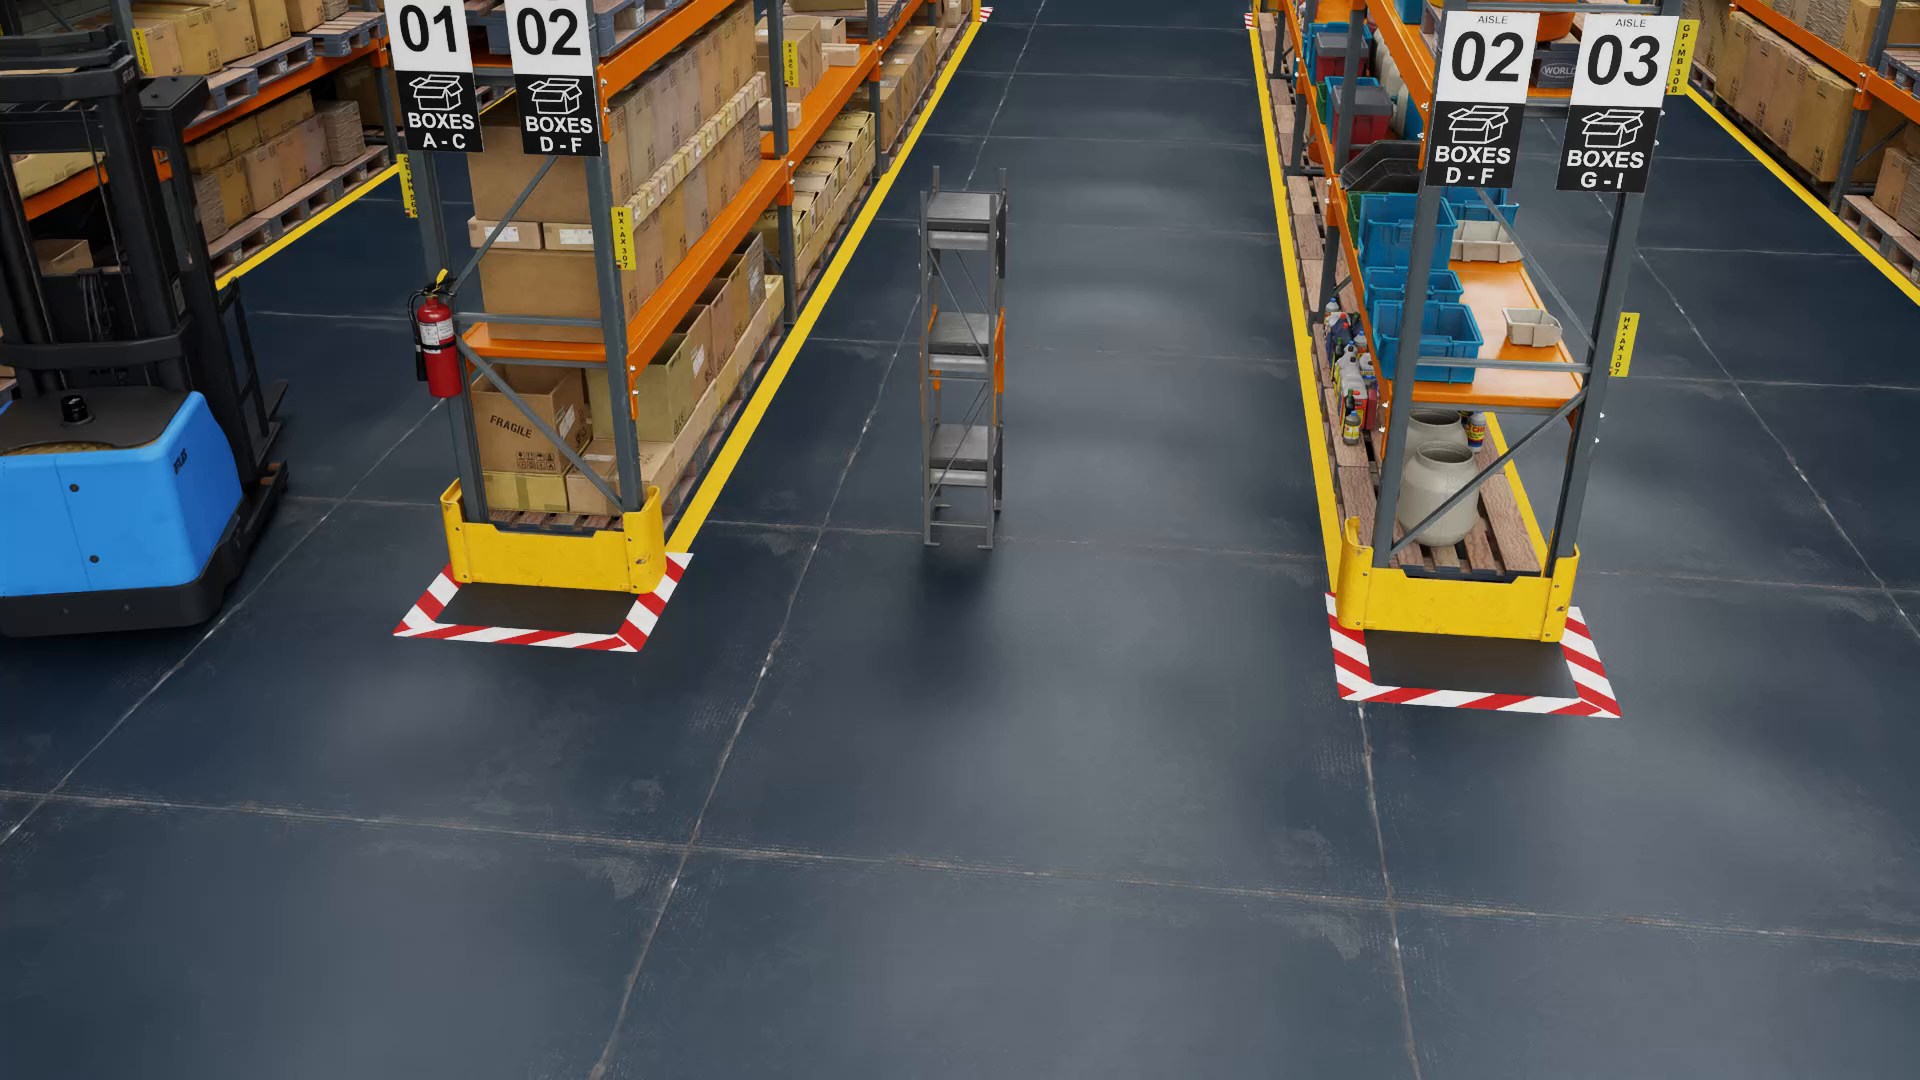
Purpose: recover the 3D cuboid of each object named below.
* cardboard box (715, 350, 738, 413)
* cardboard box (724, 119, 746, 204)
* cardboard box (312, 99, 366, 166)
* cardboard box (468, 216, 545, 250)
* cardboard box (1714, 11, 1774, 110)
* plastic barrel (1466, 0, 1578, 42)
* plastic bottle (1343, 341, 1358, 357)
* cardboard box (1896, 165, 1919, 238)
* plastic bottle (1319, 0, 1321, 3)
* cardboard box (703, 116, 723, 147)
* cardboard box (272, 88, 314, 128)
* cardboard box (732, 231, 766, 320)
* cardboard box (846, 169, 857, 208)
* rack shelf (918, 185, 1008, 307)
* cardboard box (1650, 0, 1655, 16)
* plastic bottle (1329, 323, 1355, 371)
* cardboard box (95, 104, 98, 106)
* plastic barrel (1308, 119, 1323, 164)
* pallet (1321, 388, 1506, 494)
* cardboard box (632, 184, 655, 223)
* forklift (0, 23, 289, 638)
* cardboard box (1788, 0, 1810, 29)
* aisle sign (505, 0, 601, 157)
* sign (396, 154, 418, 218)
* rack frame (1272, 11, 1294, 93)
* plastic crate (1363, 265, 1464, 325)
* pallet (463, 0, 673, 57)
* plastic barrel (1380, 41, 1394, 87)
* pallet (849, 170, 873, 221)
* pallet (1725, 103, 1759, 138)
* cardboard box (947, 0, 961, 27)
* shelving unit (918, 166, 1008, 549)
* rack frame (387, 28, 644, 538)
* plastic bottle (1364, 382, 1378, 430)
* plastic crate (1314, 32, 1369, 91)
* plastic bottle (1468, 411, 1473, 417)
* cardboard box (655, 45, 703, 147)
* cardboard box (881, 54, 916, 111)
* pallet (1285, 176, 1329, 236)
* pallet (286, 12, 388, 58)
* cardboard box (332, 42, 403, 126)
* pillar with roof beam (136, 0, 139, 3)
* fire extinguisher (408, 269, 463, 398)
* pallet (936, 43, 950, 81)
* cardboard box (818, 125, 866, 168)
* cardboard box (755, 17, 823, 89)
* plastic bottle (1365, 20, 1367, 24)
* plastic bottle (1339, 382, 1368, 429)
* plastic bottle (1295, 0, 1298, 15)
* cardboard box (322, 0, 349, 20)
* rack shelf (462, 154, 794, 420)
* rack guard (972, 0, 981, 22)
[{"bbox_3d":[-1.783,-1.066,11.022,0.500,0.250,0.500,3,28,6],"label":"cardboard box"},{"bbox_3d":[-1.871,-2.615,11.336,0.700,0.500,0.500,3,28,6],"label":"cardboard box"},{"bbox_3d":[-6.228,-3.949,16.090,0.700,0.500,0.500,4,29,7],"label":"cardboard box"},{"bbox_3d":[-2.397,-1.667,8.892,0.380,0.149,0.250,3,28,5],"label":"cardboard box"},{"bbox_3d":[8.988,-5.164,17.971,1.225,0.875,0.875,3,29,6],"label":"cardboard box"},{"bbox_3d":[2.594,-2.787,7.703,0.600,0.830,0.708,3,28,6],"label":"plastic barrel"},{"bbox_3d":[2.636,-1.216,11.257,0.097,0.271,0.097,0,28,0],"label":"plastic bottle"},{"bbox_3d":[8.439,-2.849,14.048,0.700,0.500,0.500,1,28,2],"label":"cardboard box"},{"bbox_3d":[3.734,-5.810,17.503,0.152,0.276,0.135,3,28,6],"label":"plastic bottle"},{"bbox_3d":[-1.743,-2.621,10.662,0.380,0.149,0.250,4,29,8],"label":"cardboard box"},{"bbox_3d":[-6.360,-4.015,15.421,0.500,0.250,0.500,4,29,7],"label":"cardboard box"},{"bbox_3d":[-1.677,-1.868,11.720,0.500,0.500,0.500,3,28,6],"label":"cardboard box"},{"bbox_3d":[-1.221,-3.145,14.881,0.500,0.250,0.500,4,29,7],"label":"cardboard box"},{"bbox_3d":[0.020,-1.607,9.071,0.431,0.518,0.480,3,28,6],"label":"rack shelf"},{"bbox_3d":[9.538,-7.044,21.459,0.875,0.875,0.875,3,28,6],"label":"cardboard box"},{"bbox_3d":[2.617,-1.322,11.371,0.144,0.351,0.185,2,28,4],"label":"plastic bottle"},{"bbox_3d":[-6.433,-3.348,12.147,0.500,0.500,0.500,3,28,6],"label":"cardboard box"},{"bbox_3d":[3.684,-4.083,16.012,0.600,0.830,0.708,3,28,6],"label":"plastic barrel"},{"bbox_3d":[2.880,-0.622,10.682,1.003,0.211,1.213,3,28,6],"label":"pallet"},{"bbox_3d":[-1.931,-1.890,9.306,0.380,0.149,0.250,3,29,6],"label":"cardboard box"},{"bbox_3d":[-4.700,-1.457,9.364,1.130,2.935,3.031,-4,29,-7],"label":"forklift"},{"bbox_3d":[8.562,-5.344,16.401,0.500,0.500,0.500,4,29,7],"label":"cardboard box"},{"bbox_3d":[-1.959,-2.242,8.008,0.394,0.787,0.004,3,28,6],"label":"aisle sign"},{"bbox_3d":[-2.792,-1.798,8.455,0.100,0.325,0.005,3,28,6],"label":"sign"},{"bbox_3d":[4.131,-6.505,18.662,1.000,3.000,0.127,3,28,6],"label":"rack frame"},{"bbox_3d":[2.510,-1.349,9.249,0.499,0.251,0.408,3,28,6],"label":"plastic crate"},{"bbox_3d":[-2.143,-2.759,8.639,1.003,0.211,1.213,3,28,6],"label":"pallet"},{"bbox_3d":[3.629,-3.786,13.471,0.433,0.535,0.433,0,28,0],"label":"plastic barrel"},{"bbox_3d":[-1.414,-3.299,15.651,1.003,0.211,1.213,3,28,6],"label":"pallet"},{"bbox_3d":[9.027,-4.622,18.107,1.003,0.211,1.213,3,28,6],"label":"pallet"},{"bbox_3d":[-0.263,-6.945,21.914,0.500,0.250,0.500,3,28,6],"label":"cardboard box"},{"bbox_3d":[0.020,-1.002,9.397,0.431,2.100,0.503,3,28,6],"label":"shelving unit"},{"bbox_3d":[-2.255,-1.146,8.715,1.000,3.000,0.127,3,28,6],"label":"rack frame"},{"bbox_3d":[2.614,-0.855,10.575,0.061,0.283,0.133,3,28,6],"label":"plastic bottle"},{"bbox_3d":[3.139,-3.908,13.773,0.402,0.464,0.583,3,28,6],"label":"plastic crate"},{"bbox_3d":[3.238,-0.795,10.464,0.061,0.283,0.133,4,29,7],"label":"plastic bottle"},{"bbox_3d":[-1.997,-2.726,10.174,0.700,0.500,0.500,3,28,6],"label":"cardboard box"},{"bbox_3d":[-0.751,-4.931,17.912,0.500,0.500,0.500,2,28,4],"label":"cardboard box"},{"bbox_3d":[3.507,-3.032,15.156,1.003,0.211,1.213,3,28,6],"label":"pallet"},{"bbox_3d":[-6.173,-4.772,15.647,1.213,0.211,1.003,3,28,6],"label":"pallet"},{"bbox_3d":[-5.971,-4.775,17.274,0.750,0.750,0.750,3,28,6],"label":"cardboard box"},{"bbox_3d":[-2.937,-7.027,13.306,9.100,9.000,0.400,3,28,6],"label":"pillar with roof beam"},{"bbox_3d":[-2.730,-1.083,8.680,0.296,0.674,0.183,3,28,6],"label":"fire extinguisher"},{"bbox_3d":[-0.699,-5.890,20.461,1.003,0.211,1.213,3,28,6],"label":"pallet"},{"bbox_3d":[-1.152,-3.627,15.185,0.500,0.311,0.500,3,28,5],"label":"cardboard box"},{"bbox_3d":[-1.464,-4.165,14.213,0.500,0.500,0.500,2,28,3],"label":"cardboard box"},{"bbox_3d":[3.864,-4.761,15.556,0.152,0.276,0.135,3,28,6],"label":"plastic bottle"},{"bbox_3d":[2.509,-0.858,10.588,0.152,0.276,0.135,4,29,7],"label":"plastic bottle"},{"bbox_3d":[3.446,-5.474,16.871,0.061,0.283,0.133,3,28,6],"label":"plastic bottle"},{"bbox_3d":[-6.239,-5.214,15.696,0.700,0.500,0.500,0,28,0],"label":"cardboard box"},{"bbox_3d":[-2.010,-1.771,10.633,1.077,0.370,4.000,3,28,6],"label":"rack shelf"},{"bbox_3d":[-0.304,-7.541,23.221,1.175,0.500,0.348,3,28,6],"label":"rack guard"}]
